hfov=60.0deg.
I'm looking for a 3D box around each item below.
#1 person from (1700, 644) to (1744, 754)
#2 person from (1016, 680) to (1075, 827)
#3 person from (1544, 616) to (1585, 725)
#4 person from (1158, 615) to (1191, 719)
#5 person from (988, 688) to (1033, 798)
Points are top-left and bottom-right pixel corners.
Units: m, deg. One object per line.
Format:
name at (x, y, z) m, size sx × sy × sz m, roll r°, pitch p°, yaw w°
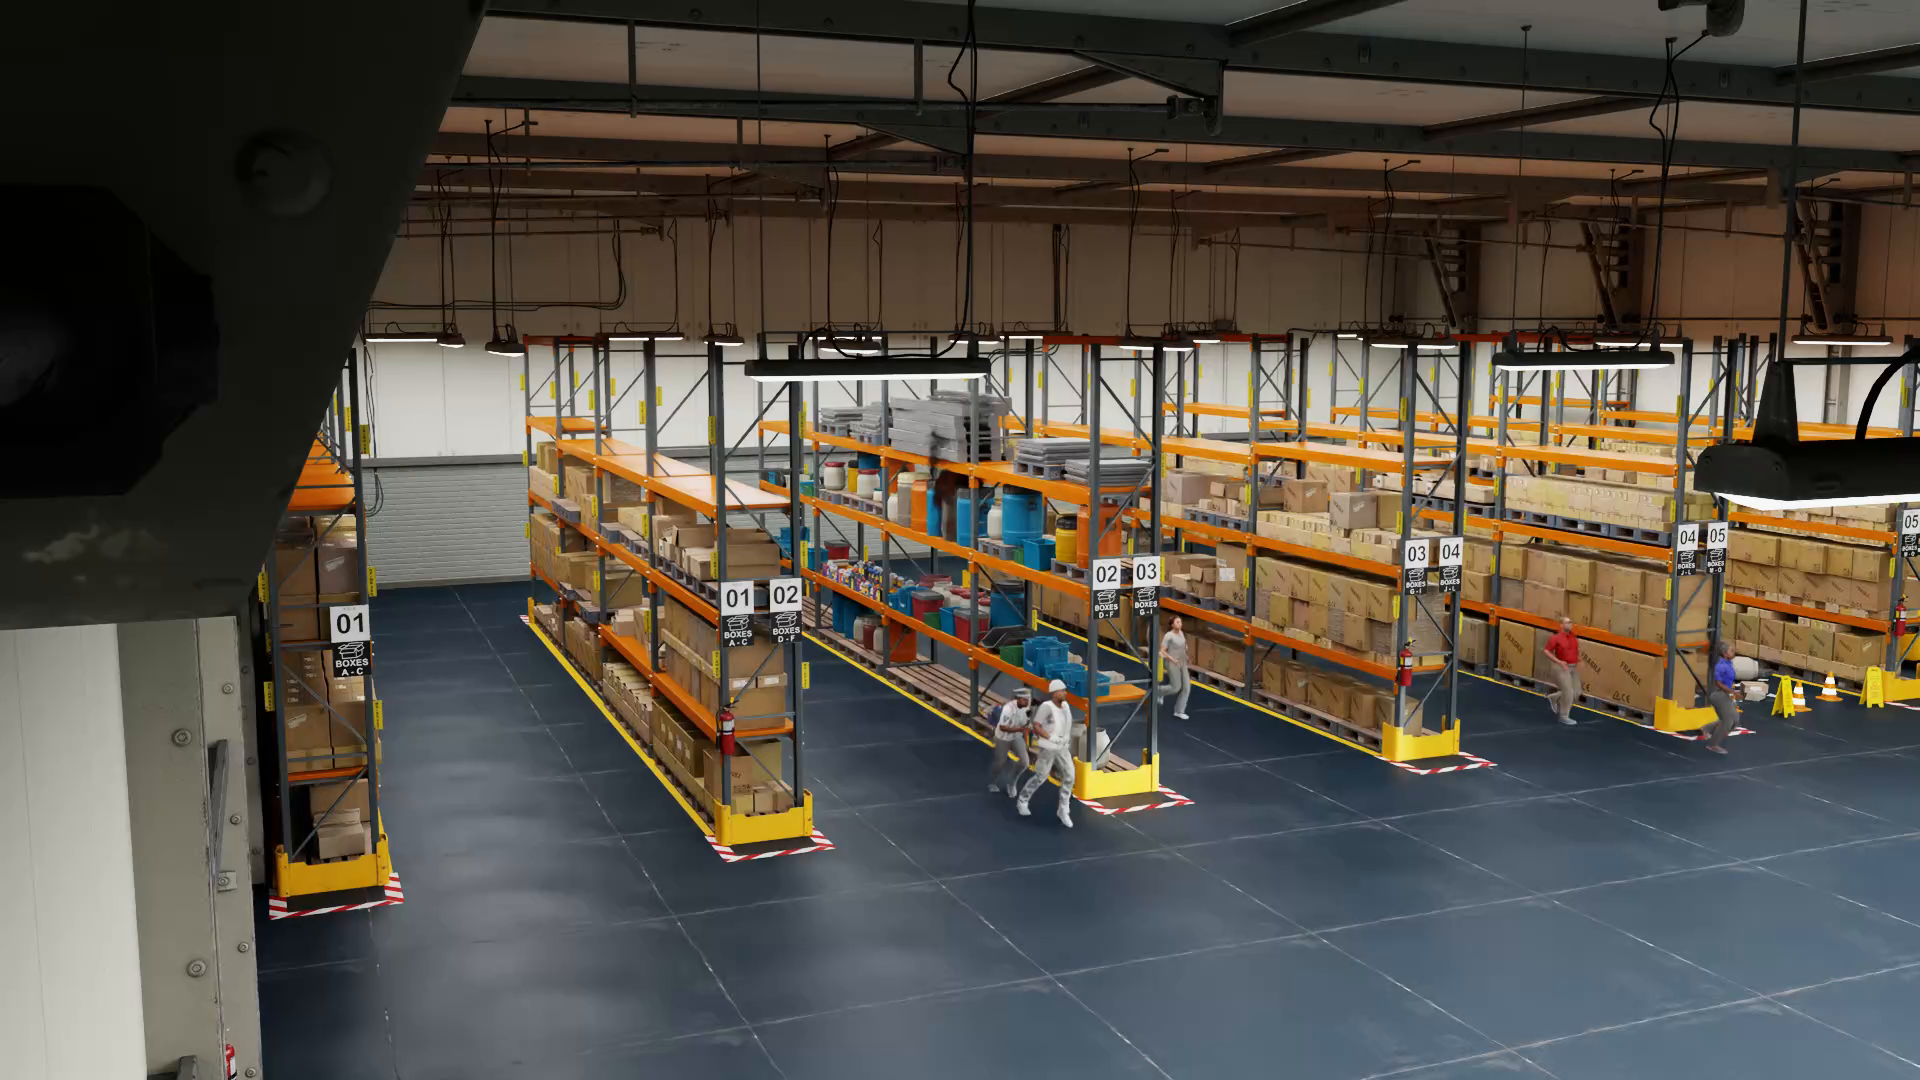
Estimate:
person at (11.170, 2.312, 24.348) m, size 0.584 × 1.615 × 0.604 m, roll 5°, pitch 9°, yaw 34°
person at (1.202, 2.668, 21.087) m, size 0.826 × 1.796 × 0.746 m, roll 7°, pitch 11°, yaw 44°
person at (9.474, 2.029, 26.150) m, size 0.664 × 1.674 × 0.654 m, roll -4°, pitch 9°, yaw -29°
person at (3.424, 2.004, 26.558) m, size 0.565 × 1.641 × 0.731 m, roll -6°, pitch 10°, yaw -37°
person at (0.698, 2.658, 22.034) m, size 0.604 × 1.542 × 0.941 m, roll -5°, pitch 9°, yaw -34°
